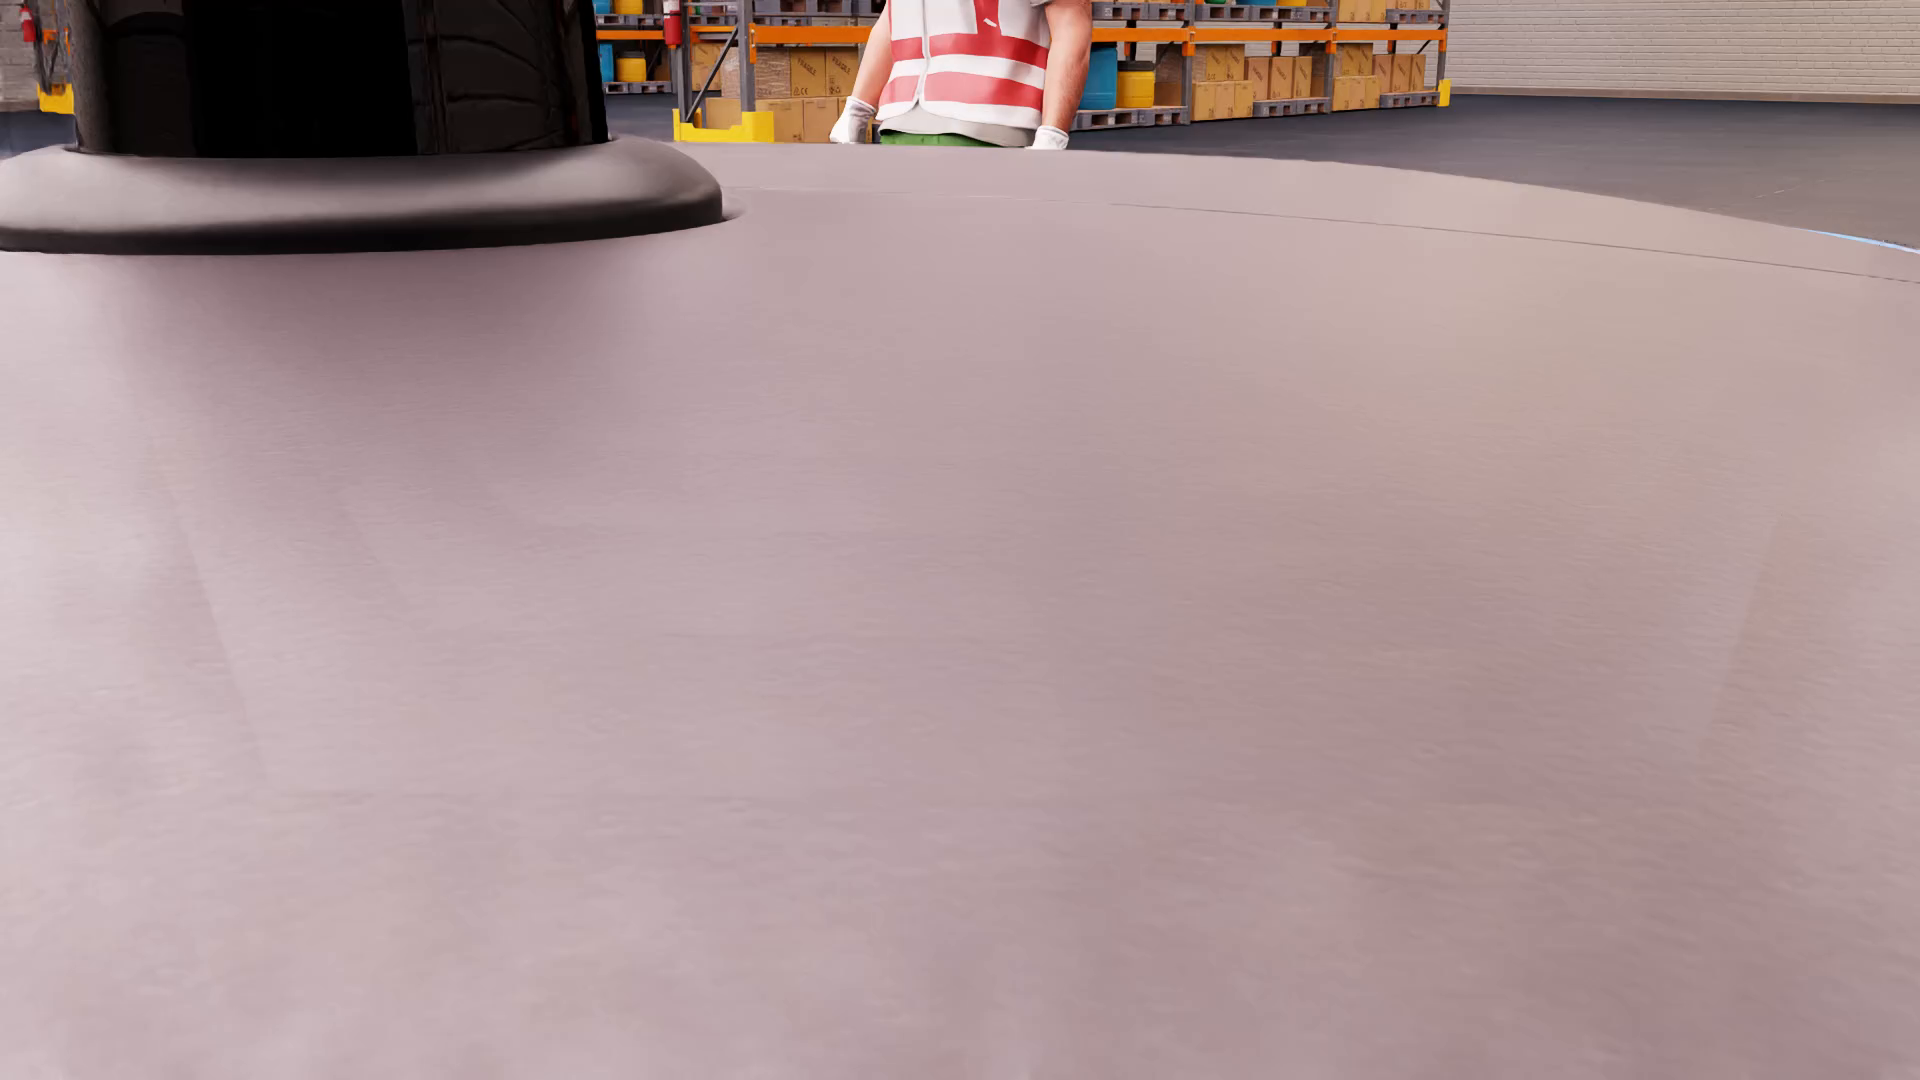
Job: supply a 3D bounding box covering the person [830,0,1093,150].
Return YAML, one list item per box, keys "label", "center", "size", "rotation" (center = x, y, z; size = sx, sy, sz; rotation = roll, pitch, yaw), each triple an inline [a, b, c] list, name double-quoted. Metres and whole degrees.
- label: "person"
  center: [-0.060, -0.847, 3.627]
  size: [0.638, 1.789, 0.562]
  rotation: [13, 21, 37]
